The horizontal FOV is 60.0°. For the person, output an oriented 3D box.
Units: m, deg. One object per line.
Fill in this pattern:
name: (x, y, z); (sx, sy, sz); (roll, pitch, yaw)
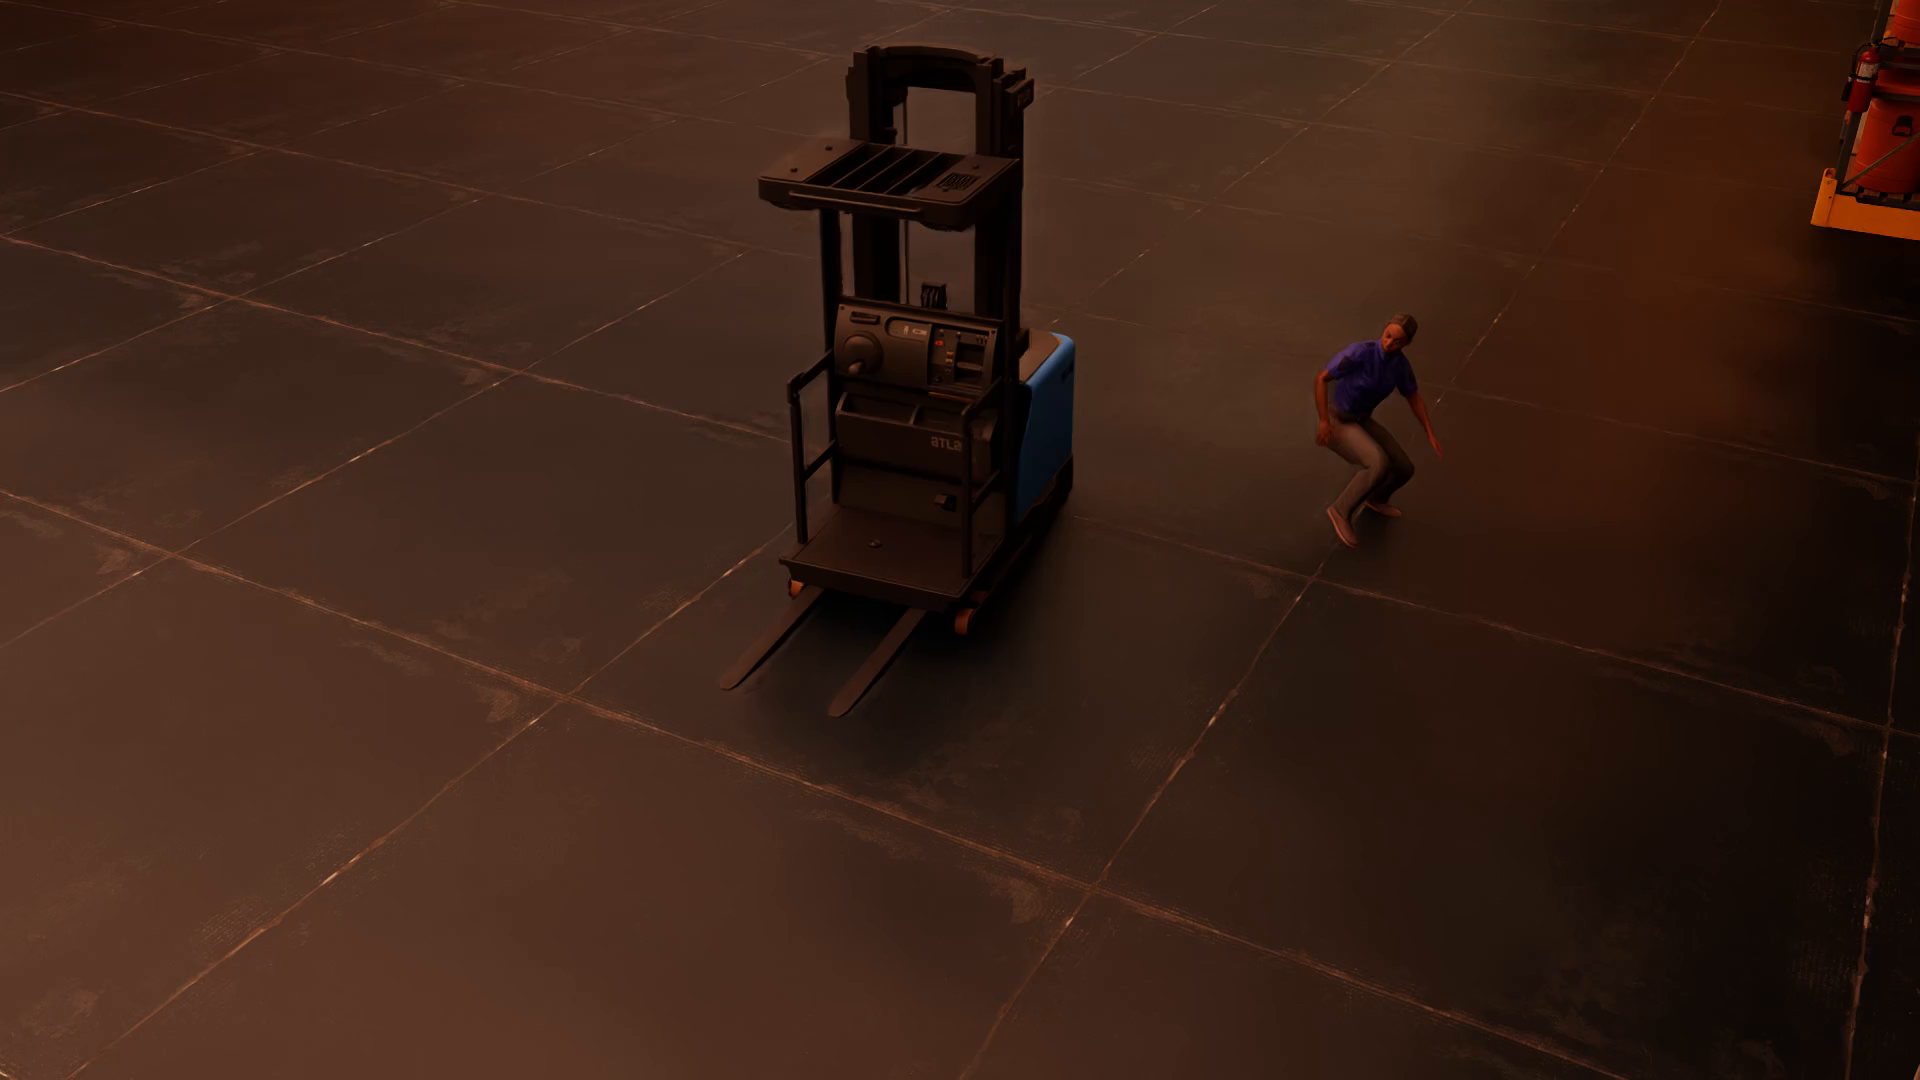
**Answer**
person: (2.439, -0.655, 9.778); (0.743, 1.435, 0.617); (-22, 37, -33)

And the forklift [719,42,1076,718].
forklift: (-0.320, -0.979, 8.766); (1.130, 2.935, 3.031); (12, 32, 19)
